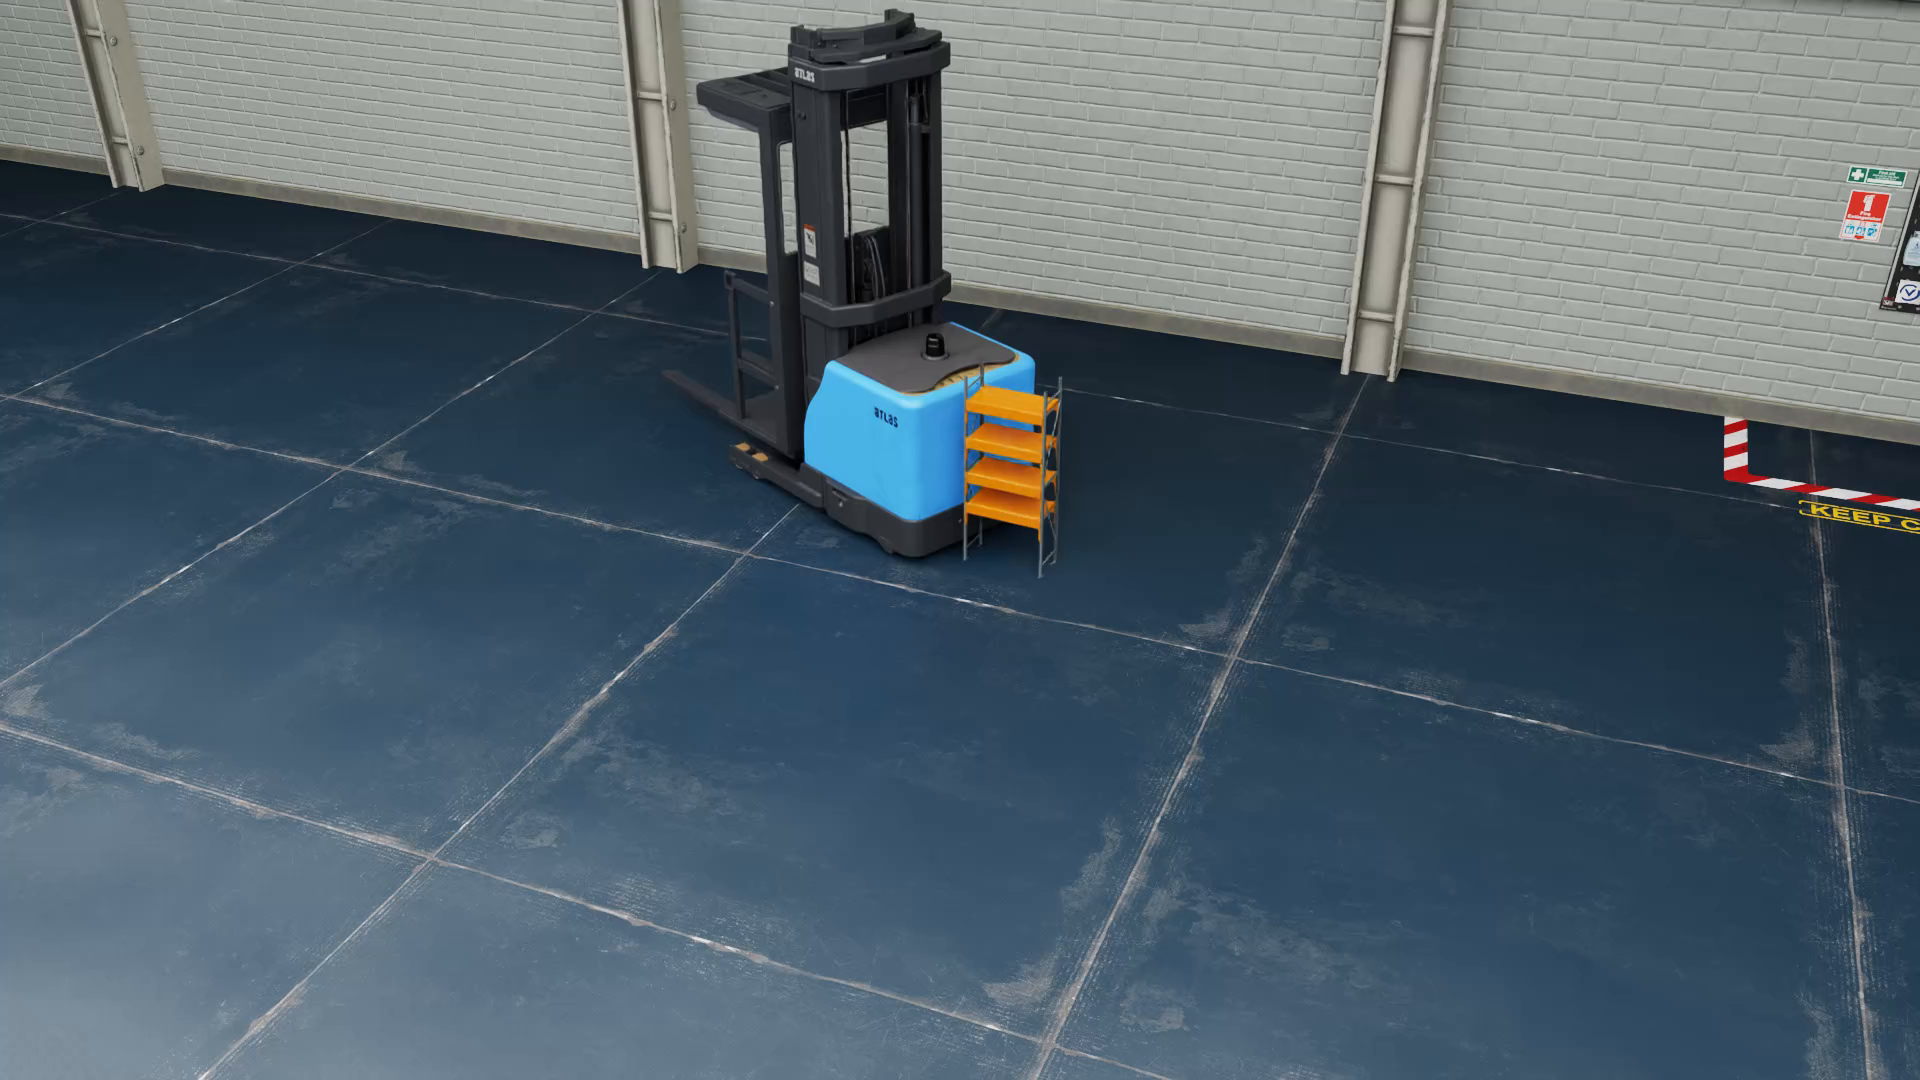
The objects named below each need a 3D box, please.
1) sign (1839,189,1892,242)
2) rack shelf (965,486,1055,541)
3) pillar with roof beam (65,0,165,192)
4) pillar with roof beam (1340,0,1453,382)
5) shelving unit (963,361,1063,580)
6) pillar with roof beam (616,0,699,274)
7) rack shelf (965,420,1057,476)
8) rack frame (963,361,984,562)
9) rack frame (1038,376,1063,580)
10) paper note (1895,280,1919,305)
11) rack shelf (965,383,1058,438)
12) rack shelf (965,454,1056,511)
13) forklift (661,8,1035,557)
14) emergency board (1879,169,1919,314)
[{"bbox_3d":[5.876,-2.104,10.799,0.234,0.329,0.001,11,31,19],"label":"sign"},{"bbox_3d":[0.299,-0.164,9.772,0.480,0.148,0.258,13,32,22],"label":"rack shelf"},{"bbox_3d":[-9.672,-5.443,10.646,0.400,9.000,9.100,11,31,19],"label":"pillar with roof beam"},{"bbox_3d":[1.447,-3.223,6.718,0.400,9.000,9.100,11,31,19],"label":"pillar with roof beam"},{"bbox_3d":[0.299,-0.395,9.641,0.503,1.200,0.258,13,32,22],"label":"shelving unit"},{"bbox_3d":[-4.113,-4.333,8.682,0.400,9.000,9.100,11,31,19],"label":"pillar with roof beam"},{"bbox_3d":[0.299,-0.531,9.564,0.480,0.148,0.258,13,32,22],"label":"rack shelf"},{"bbox_3d":[0.080,-0.447,9.734,0.015,1.200,0.240,13,32,22],"label":"rack frame"},{"bbox_3d":[0.519,-0.343,9.549,0.015,1.200,0.240,13,32,22],"label":"rack frame"},{"bbox_3d":[6.212,-1.620,10.874,0.142,0.148,0.016,11,31,19],"label":"paper note"},{"bbox_3d":[0.299,-0.737,9.448,0.480,0.148,0.258,13,32,22],"label":"rack shelf"},{"bbox_3d":[0.299,-0.337,9.674,0.480,0.148,0.258,13,32,22],"label":"rack shelf"},{"bbox_3d":[-0.879,-1.821,10.405,1.130,2.935,3.031,-23,37,-35],"label":"forklift"},{"bbox_3d":[6.349,-1.949,10.561,0.626,1.169,0.157,11,31,19],"label":"emergency board"}]
